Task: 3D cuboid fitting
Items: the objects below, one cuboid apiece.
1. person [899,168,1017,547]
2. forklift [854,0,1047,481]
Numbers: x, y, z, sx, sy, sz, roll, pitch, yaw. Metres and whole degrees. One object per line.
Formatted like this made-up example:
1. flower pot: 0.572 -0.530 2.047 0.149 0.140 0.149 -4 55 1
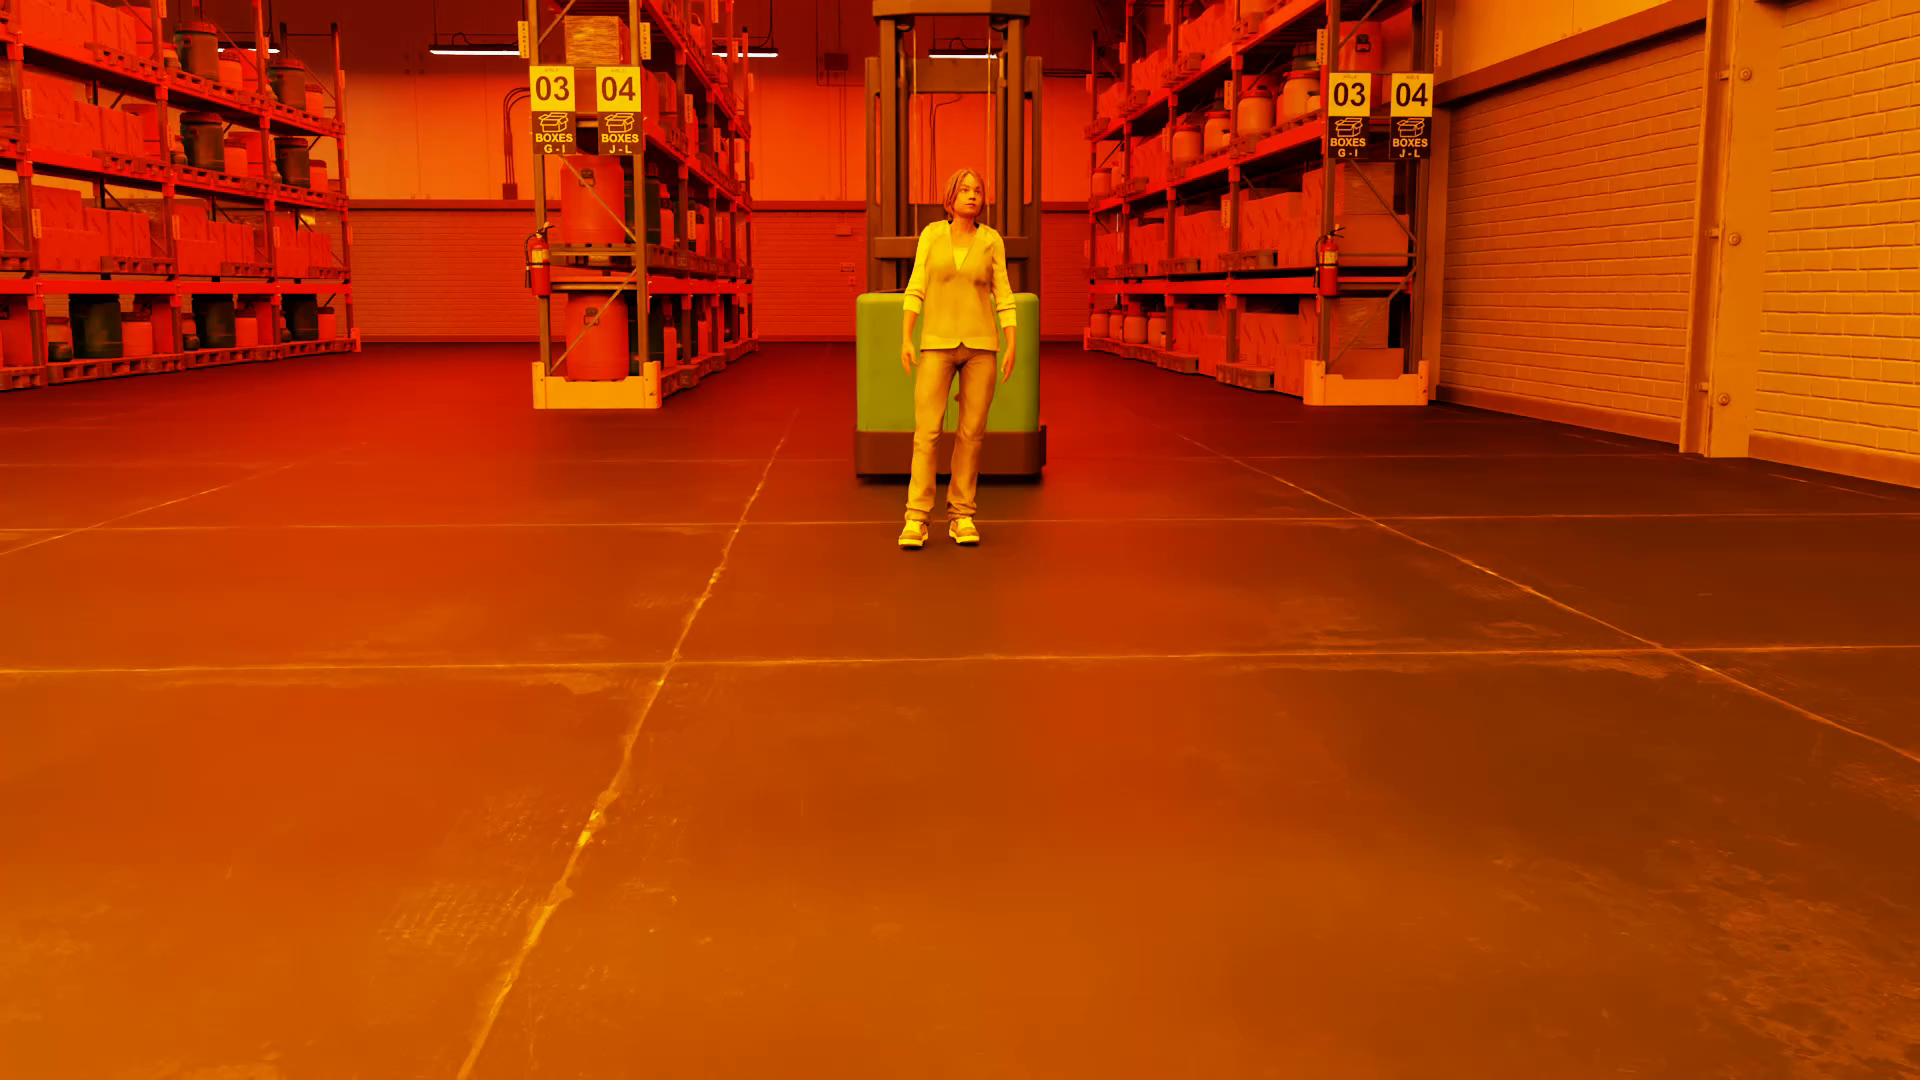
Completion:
1. person: -0.009 -0.741 7.124 0.521 1.507 0.473 -1 8 -4
2. forklift: -0.031 -1.966 10.572 1.130 2.935 3.031 0 8 1
